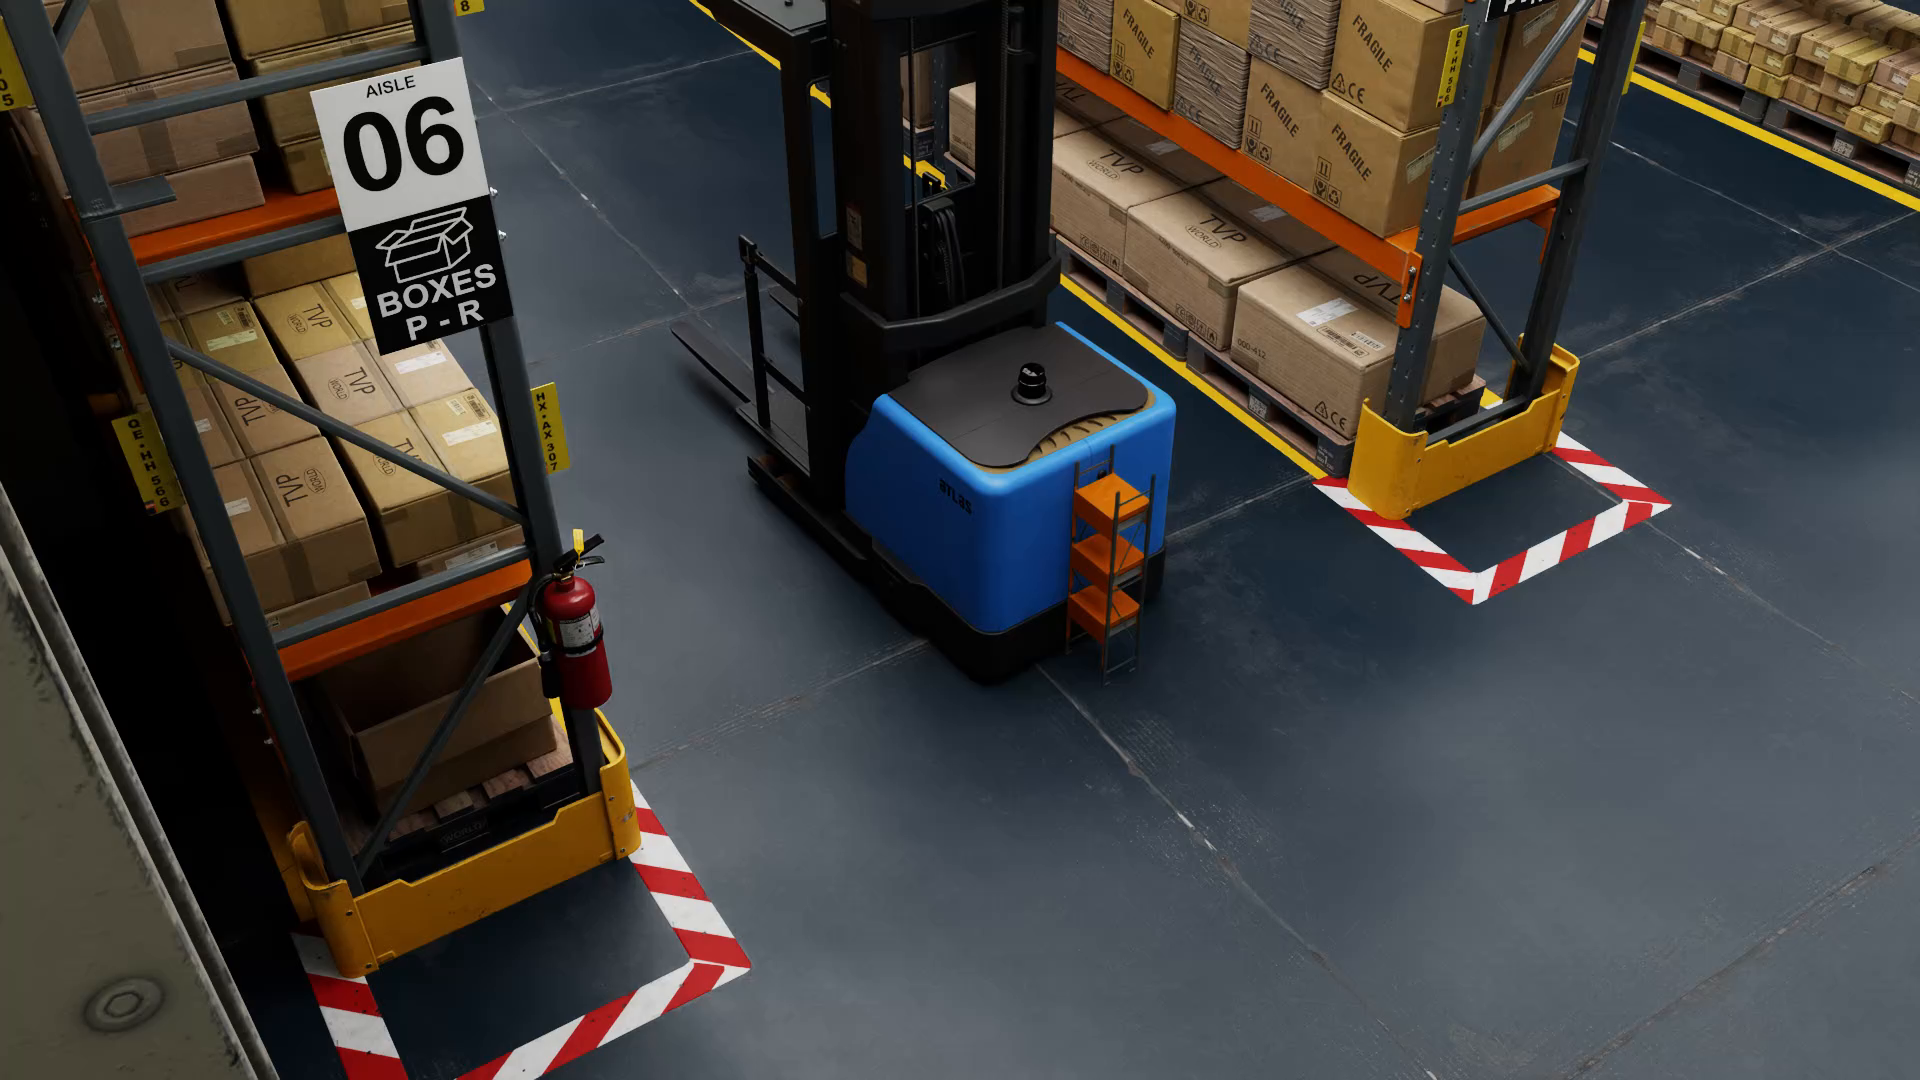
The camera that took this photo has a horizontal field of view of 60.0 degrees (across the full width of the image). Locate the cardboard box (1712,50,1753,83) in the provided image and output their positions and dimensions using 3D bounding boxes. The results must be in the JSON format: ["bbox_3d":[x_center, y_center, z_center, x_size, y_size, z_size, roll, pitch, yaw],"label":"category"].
[{"bbox_3d":[5.339,-3.247,11.263,0.380,0.149,0.250,-21,44,-24],"label":"cardboard box"}]

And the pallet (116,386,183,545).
[{"bbox_3d":[-3.530,-0.541,8.295,1.003,0.211,1.213,-22,45,-24],"label":"pallet"}]

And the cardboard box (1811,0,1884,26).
[{"bbox_3d":[5.938,-3.533,11.142,0.380,0.149,0.250,-20,44,-23],"label":"cardboard box"}]

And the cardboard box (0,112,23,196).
[{"bbox_3d":[-5.528,-2.462,10.047,0.500,0.500,0.500,-20,44,-22],"label":"cardboard box"}]

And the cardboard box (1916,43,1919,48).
[{"bbox_3d":[6.309,-3.095,10.616,0.380,0.149,0.250,-21,44,-24],"label":"cardboard box"}]

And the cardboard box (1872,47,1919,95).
[{"bbox_3d":[5.969,-2.942,10.432,0.380,0.149,0.250,-21,44,-24],"label":"cardboard box"}]

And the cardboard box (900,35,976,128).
[{"bbox_3d":[-0.117,-3.346,10.814,0.875,0.875,0.875,-21,44,-23],"label":"cardboard box"}]

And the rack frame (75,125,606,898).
[{"bbox_3d":[-1.748,0.176,5.256,1.000,3.000,0.127,-22,45,-24],"label":"rack frame"}]

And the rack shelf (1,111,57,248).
[{"bbox_3d":[-4.974,-2.786,9.373,1.077,0.370,4.000,-22,45,-24],"label":"rack shelf"}]

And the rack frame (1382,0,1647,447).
[{"bbox_3d":[2.435,-1.535,7.309,1.000,3.000,0.127,-22,45,-24],"label":"rack frame"}]

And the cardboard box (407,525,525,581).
[{"bbox_3d":[-1.693,0.001,5.663,0.380,0.149,0.250,-23,45,-25],"label":"cardboard box"}]

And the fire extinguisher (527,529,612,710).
[{"bbox_3d":[-1.279,0.269,5.496,0.296,0.674,0.183,-22,45,-24],"label":"fire extinguisher"}]

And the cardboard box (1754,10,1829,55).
[{"bbox_3d":[5.446,-3.325,10.892,0.380,0.149,0.250,-21,44,-23],"label":"cardboard box"}]

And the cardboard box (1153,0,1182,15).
[{"bbox_3d":[1.137,-2.948,8.146,0.500,0.500,0.500,-23,45,-25],"label":"cardboard box"}]

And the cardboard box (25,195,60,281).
[{"bbox_3d":[-4.672,-1.618,9.034,0.500,0.500,0.500,-24,45,-26],"label":"cardboard box"}]

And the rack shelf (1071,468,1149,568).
[{"bbox_3d":[0.608,-0.089,6.670,0.215,0.259,0.240,-25,46,-27],"label":"rack shelf"}]

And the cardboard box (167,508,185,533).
[{"bbox_3d":[-2.637,-0.208,5.913,0.380,0.149,0.250,-22,45,-24],"label":"cardboard box"}]

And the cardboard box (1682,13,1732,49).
[{"bbox_3d":[5.166,-3.499,11.333,0.380,0.149,0.250,-22,44,-24],"label":"cardboard box"}]

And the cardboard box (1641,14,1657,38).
[{"bbox_3d":[5.002,-3.698,11.804,0.380,0.149,0.250,-24,45,-26],"label":"cardboard box"}]

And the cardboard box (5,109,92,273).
[{"bbox_3d":[-3.322,-1.432,6.485,0.500,0.500,0.500,-23,45,-26],"label":"cardboard box"}]

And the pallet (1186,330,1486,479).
[{"bbox_3d":[1.939,-0.868,8.687,1.003,0.211,1.213,-22,45,-24],"label":"pallet"}]

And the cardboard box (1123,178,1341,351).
[{"bbox_3d":[1.497,-1.525,8.970,0.875,0.438,0.875,-21,44,-23],"label":"cardboard box"}]

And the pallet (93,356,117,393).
[{"bbox_3d":[-4.368,-1.338,9.251,1.003,0.211,1.213,-22,45,-24],"label":"pallet"}]

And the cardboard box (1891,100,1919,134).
[{"bbox_3d":[6.030,-2.660,10.326,0.380,0.149,0.250,-23,45,-25],"label":"cardboard box"}]

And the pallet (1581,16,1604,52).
[{"bbox_3d":[4.794,-4.030,12.483,1.003,0.211,1.213,-22,45,-24],"label":"pallet"}]

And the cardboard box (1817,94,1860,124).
[{"bbox_3d":[5.802,-2.848,10.784,0.380,0.149,0.250,-22,45,-25],"label":"cardboard box"}]

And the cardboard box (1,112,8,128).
[{"bbox_3d":[-5.182,-2.364,9.422,0.380,0.149,0.250,-24,45,-26],"label":"cardboard box"}]

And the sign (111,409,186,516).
[{"bbox_3d":[-2.227,-0.210,4.568,0.100,0.325,0.005,-22,45,-24],"label":"sign"}]

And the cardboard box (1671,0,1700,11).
[{"bbox_3d":[5.133,-3.784,11.442,0.380,0.149,0.250,-24,45,-26],"label":"cardboard box"}]

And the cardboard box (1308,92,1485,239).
[{"bbox_3d":[1.953,-1.742,7.480,0.500,0.500,0.500,-22,45,-24],"label":"cardboard box"}]

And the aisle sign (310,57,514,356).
[{"bbox_3d":[-1.464,-0.887,4.501,0.394,0.787,0.004,-22,45,-24],"label":"aisle sign"}]

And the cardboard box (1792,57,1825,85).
[{"bbox_3d":[5.691,-3.120,10.879,0.380,0.149,0.250,-23,45,-25],"label":"cardboard box"}]

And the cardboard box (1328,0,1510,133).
[{"bbox_3d":[1.975,-2.135,7.171,0.500,0.500,0.500,-21,44,-23],"label":"cardboard box"}]

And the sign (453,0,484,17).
[{"bbox_3d":[-1.291,-1.499,4.240,0.100,0.325,0.005,-22,45,-24],"label":"sign"}]

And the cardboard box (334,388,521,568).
[{"bbox_3d":[-1.765,-0.218,5.614,0.500,0.250,0.500,-22,45,-24],"label":"cardboard box"}]

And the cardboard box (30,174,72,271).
[{"bbox_3d":[-3.585,-1.411,7.046,0.500,0.250,0.500,-23,45,-25],"label":"cardboard box"}]

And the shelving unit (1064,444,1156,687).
[{"bbox_3d":[0.608,0.121,6.845,0.215,1.050,0.252,-25,46,-27],"label":"shelving unit"}]

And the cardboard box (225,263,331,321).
[{"bbox_3d":[-2.604,-1.032,6.590,0.500,0.250,0.500,-23,45,-25],"label":"cardboard box"}]

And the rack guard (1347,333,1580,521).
[{"bbox_3d":[2.448,-0.561,8.094,1.175,0.500,0.348,-22,45,-24],"label":"rack guard"}]

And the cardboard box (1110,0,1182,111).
[{"bbox_3d":[1.122,-2.567,8.470,0.500,0.500,0.500,-21,44,-23],"label":"cardboard box"}]

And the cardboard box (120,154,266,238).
[{"bbox_3d":[-2.115,-0.973,4.488,0.380,0.149,0.250,-21,44,-23],"label":"cardboard box"}]

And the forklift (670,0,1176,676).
[{"bbox_3d":[-0.373,-1.447,7.257,1.130,2.935,3.031,-25,46,-27],"label":"forklift"}]

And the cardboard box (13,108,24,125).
[{"bbox_3d":[-2.502,-1.452,4.751,0.500,0.250,0.500,-22,44,-24],"label":"cardboard box"}]

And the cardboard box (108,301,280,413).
[{"bbox_3d":[-2.758,-0.585,6.055,0.500,0.250,0.500,-21,44,-23],"label":"cardboard box"}]
